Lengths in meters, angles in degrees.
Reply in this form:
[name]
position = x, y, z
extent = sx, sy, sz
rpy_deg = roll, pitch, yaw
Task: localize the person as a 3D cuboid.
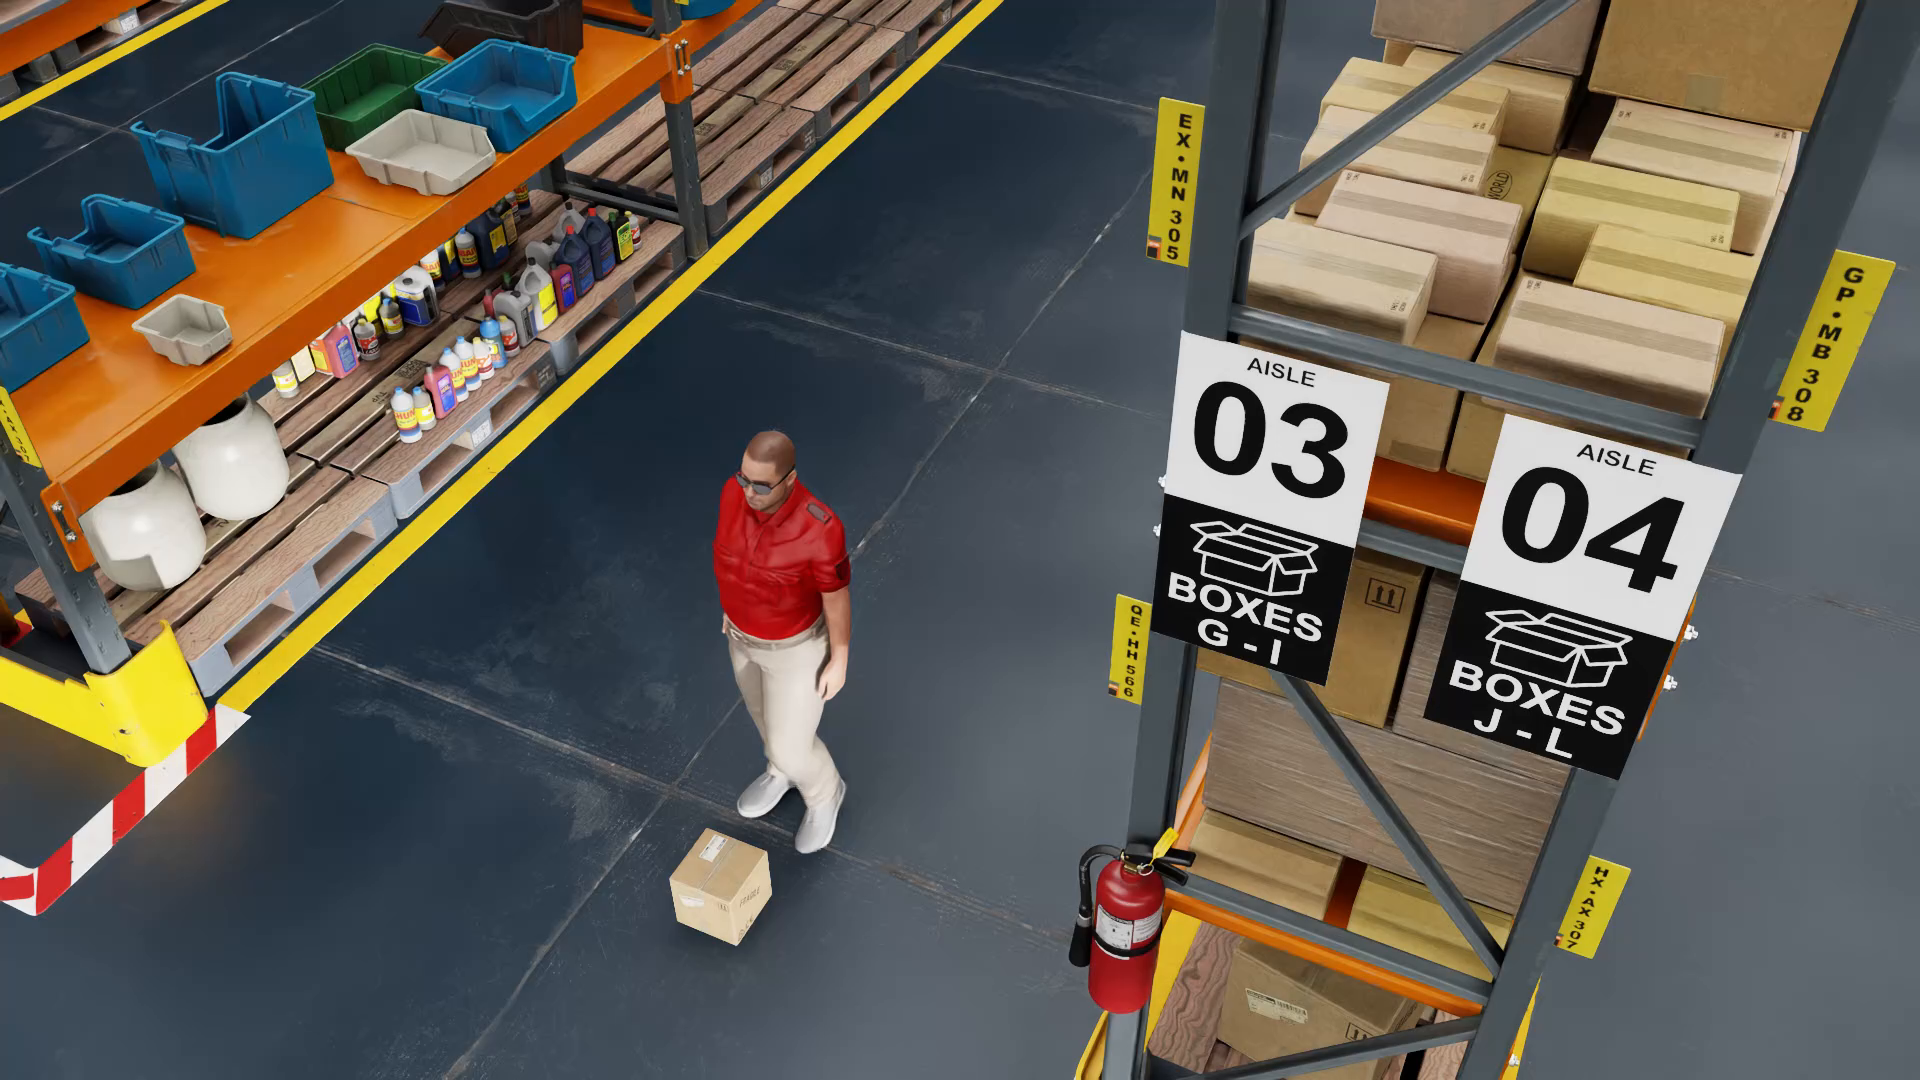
[person]
position = -0.633, 0.074, 5.551
extent = 0.567, 1.031, 0.339
rpy_deg = 28, 49, 28
